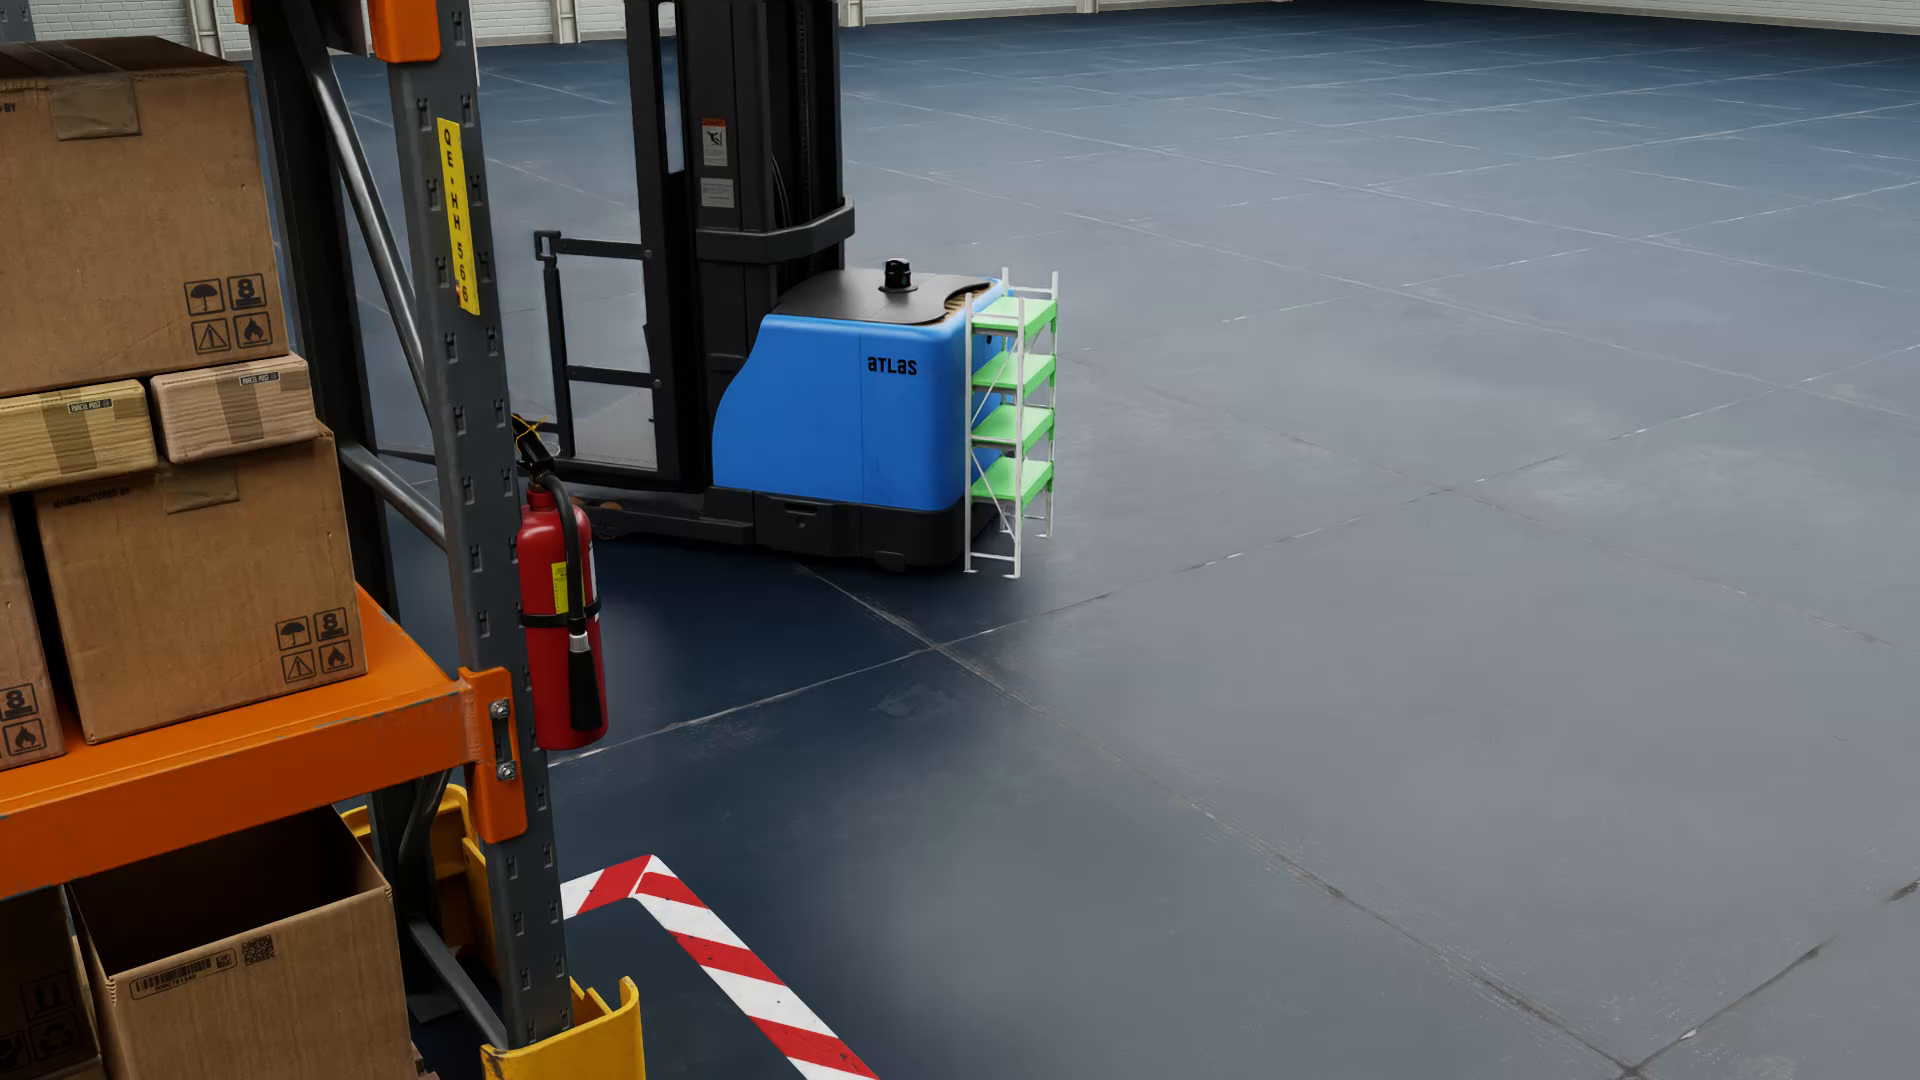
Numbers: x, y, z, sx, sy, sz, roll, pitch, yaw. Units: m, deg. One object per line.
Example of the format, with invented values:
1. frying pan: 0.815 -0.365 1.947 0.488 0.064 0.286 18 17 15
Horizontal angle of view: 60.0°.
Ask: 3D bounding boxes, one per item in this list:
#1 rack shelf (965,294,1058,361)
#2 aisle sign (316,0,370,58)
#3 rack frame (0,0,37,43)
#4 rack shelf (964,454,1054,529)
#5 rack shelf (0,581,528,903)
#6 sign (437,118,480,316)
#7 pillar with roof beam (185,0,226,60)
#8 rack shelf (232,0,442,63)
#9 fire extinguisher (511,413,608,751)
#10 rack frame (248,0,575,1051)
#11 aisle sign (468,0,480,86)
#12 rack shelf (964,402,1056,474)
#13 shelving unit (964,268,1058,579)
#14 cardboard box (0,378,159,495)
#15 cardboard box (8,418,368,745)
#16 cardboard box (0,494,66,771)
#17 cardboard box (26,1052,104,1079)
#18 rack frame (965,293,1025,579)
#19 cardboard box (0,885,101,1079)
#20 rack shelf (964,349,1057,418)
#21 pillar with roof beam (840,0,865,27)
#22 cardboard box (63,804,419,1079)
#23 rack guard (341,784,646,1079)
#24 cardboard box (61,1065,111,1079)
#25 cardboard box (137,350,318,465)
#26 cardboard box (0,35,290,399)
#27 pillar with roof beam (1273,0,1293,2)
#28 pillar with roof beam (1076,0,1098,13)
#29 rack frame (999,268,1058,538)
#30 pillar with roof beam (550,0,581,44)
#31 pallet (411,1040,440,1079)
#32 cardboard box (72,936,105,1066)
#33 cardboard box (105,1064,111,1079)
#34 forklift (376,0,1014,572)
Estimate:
1. rack shelf: 0.217 -0.882 6.864 0.258 0.148 0.480 7 23 17
2. aisle sign: -1.293 -1.386 3.314 0.004 0.787 0.394 -15 26 -33
3. rack frame: -4.057 -1.563 7.265 0.127 3.000 1.000 -15 26 -33
4. rack shelf: 0.215 -0.214 7.132 0.258 0.148 0.480 7 23 17
5. rack shelf: -2.791 0.695 2.577 4.000 0.370 1.077 -15 26 -33
6. sign: -0.862 -0.553 2.854 0.005 0.325 0.100 -15 26 -33
7. pillar with roof beam: -9.346 -10.437 21.410 0.400 9.000 9.100 -15 26 -33
8. rack shelf: -2.791 -0.698 2.022 4.000 0.370 1.077 -15 26 -33
9. fire extinguisher: -0.800 0.078 3.257 0.183 0.674 0.296 -15 26 -33
10. rack frame: -1.167 -0.072 3.529 0.127 3.000 1.000 -15 26 -33
11. aisle sign: -0.942 -1.205 2.861 0.004 0.787 0.394 -15 26 -33
12. rack shelf: 0.216 -0.436 7.043 0.258 0.148 0.480 7 23 17
13. shelving unit: 0.216 -0.496 7.019 0.258 1.200 0.503 7 23 17
14. cardboard box: -1.578 -0.222 2.896 0.250 0.149 0.380 -14 26 -32
15. cardboard box: -1.554 -0.021 3.267 0.500 0.500 0.700 -15 26 -33
16. cardboard box: -1.977 0.094 2.978 0.500 0.500 0.700 -14 26 -31
17. cardboard box: -2.136 1.169 3.564 0.500 0.250 0.500 -15 26 -33
18. rack frame: 0.138 -0.410 6.804 0.240 1.200 0.015 7 23 17
19. cardboard box: -2.137 0.820 3.426 0.500 0.500 0.500 -15 26 -33
20. rack shelf: 0.216 -0.659 6.953 0.258 0.148 0.480 7 23 17
21. pillar with roof beam: 0.395 -13.035 27.919 0.400 9.000 9.100 -15 26 -33
22. cardboard box: -1.429 0.868 3.307 0.500 0.500 0.500 -15 26 -33
23. rack guard: -1.148 1.084 4.005 0.348 0.500 1.175 -15 26 -33
24. cardboard box: -1.829 1.327 3.167 0.500 0.250 0.500 -15 26 -33
25. cardboard box: -1.366 -0.279 3.039 0.250 0.149 0.380 -15 26 -34
26. cardboard box: -1.597 -0.612 2.998 0.500 0.500 0.700 -15 26 -33
27. pillar with roof beam: 10.136 -15.632 34.429 0.400 9.000 9.100 -15 26 -33
28. pillar with roof beam: 5.265 -14.333 31.174 0.400 9.000 9.100 -15 26 -33
29. rack frame: 0.294 -0.581 7.234 0.240 1.200 0.015 7 23 17
30. pillar with roof beam: -4.476 -11.736 24.665 0.400 9.000 9.100 -15 26 -33
31. pallet: -1.764 1.401 3.599 1.213 0.211 1.003 -15 26 -33
32. cardboard box: -1.733 1.059 3.838 0.500 0.250 0.500 -15 26 -33
33. cardboard box: -1.430 1.215 3.447 0.500 0.250 0.500 -15 26 -33
34. forklift: -1.323 -1.538 7.295 3.031 2.935 1.130 7 23 17
